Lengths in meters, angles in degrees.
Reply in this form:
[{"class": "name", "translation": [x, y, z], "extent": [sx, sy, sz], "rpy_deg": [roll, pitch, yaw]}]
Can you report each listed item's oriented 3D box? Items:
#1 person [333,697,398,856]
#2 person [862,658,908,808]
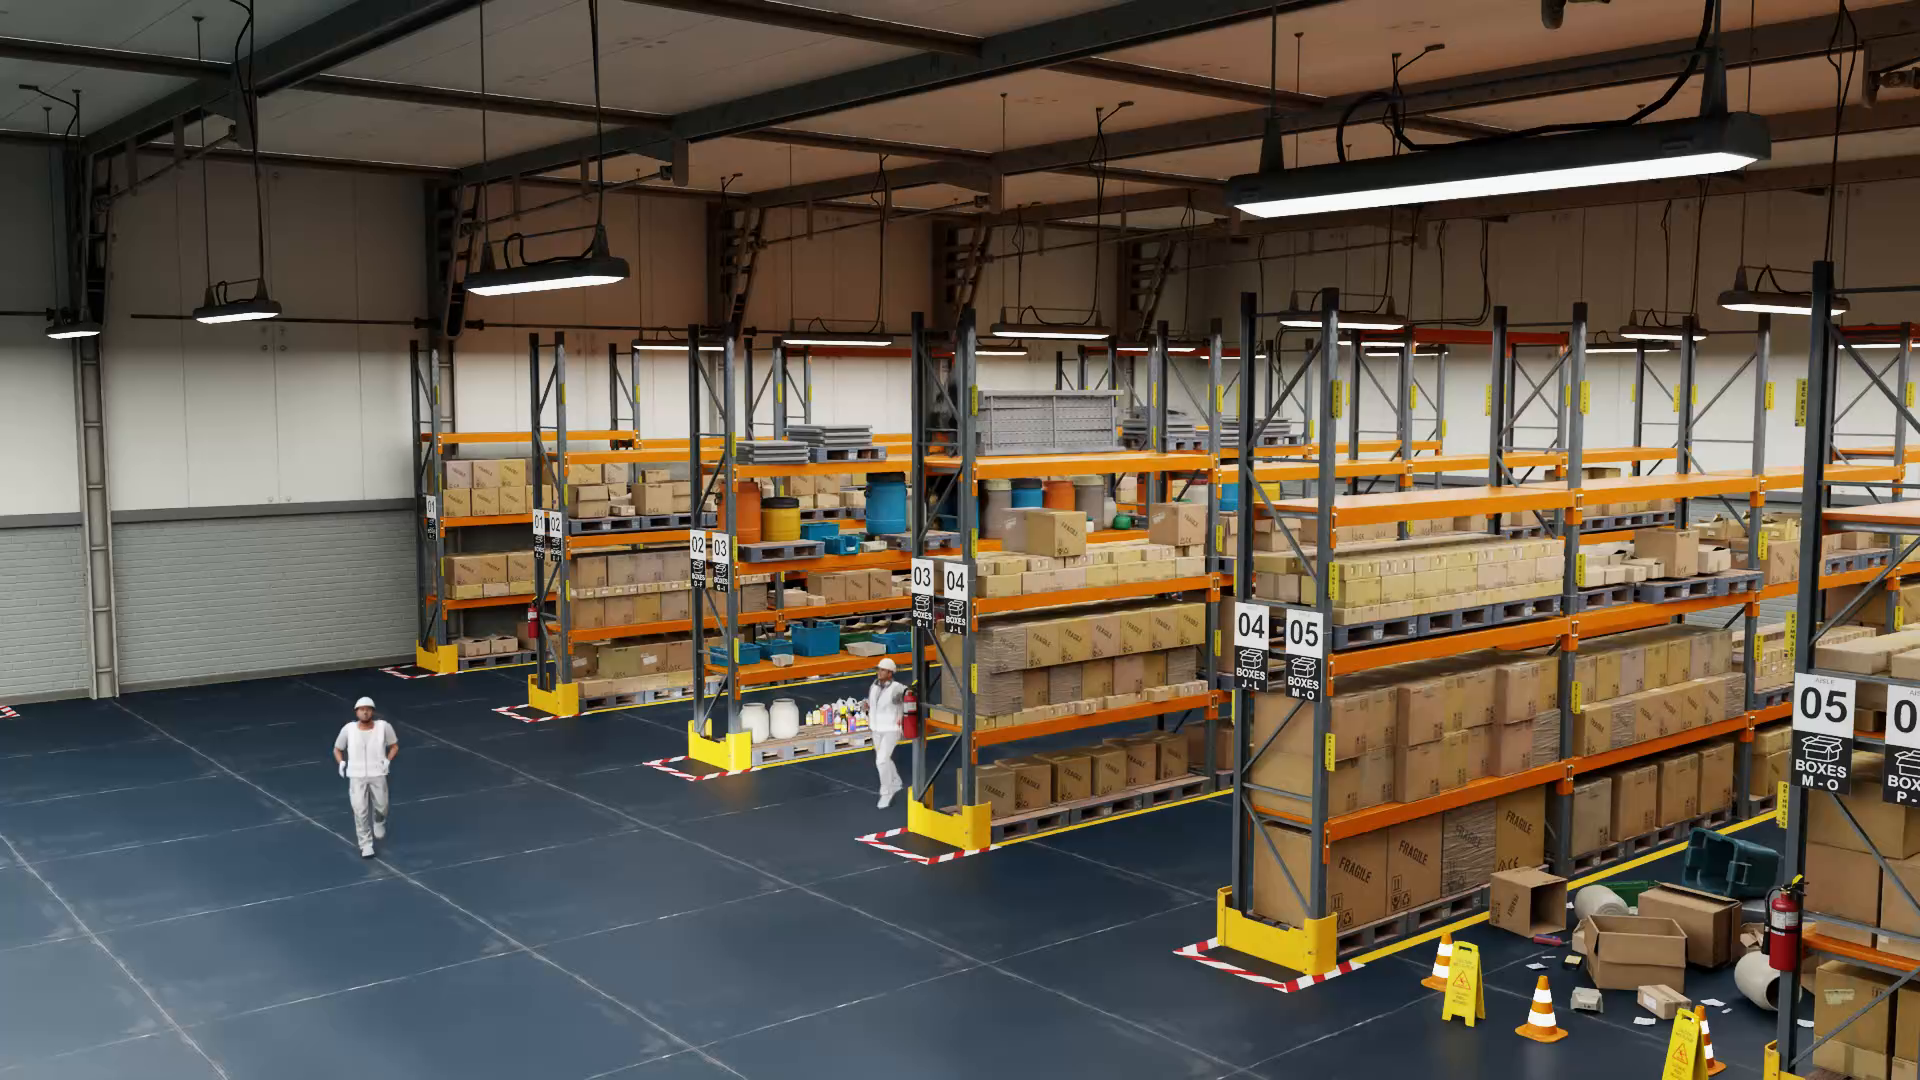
[{"class": "person", "translation": [-6.576, 2.598, 18.416], "extent": [0.675, 1.735, 0.667], "rpy_deg": [-2, 6, -19]}, {"class": "person", "translation": [-0.921, 2.389, 20.618], "extent": [0.657, 1.858, 0.677], "rpy_deg": [5, 7, 44]}]
